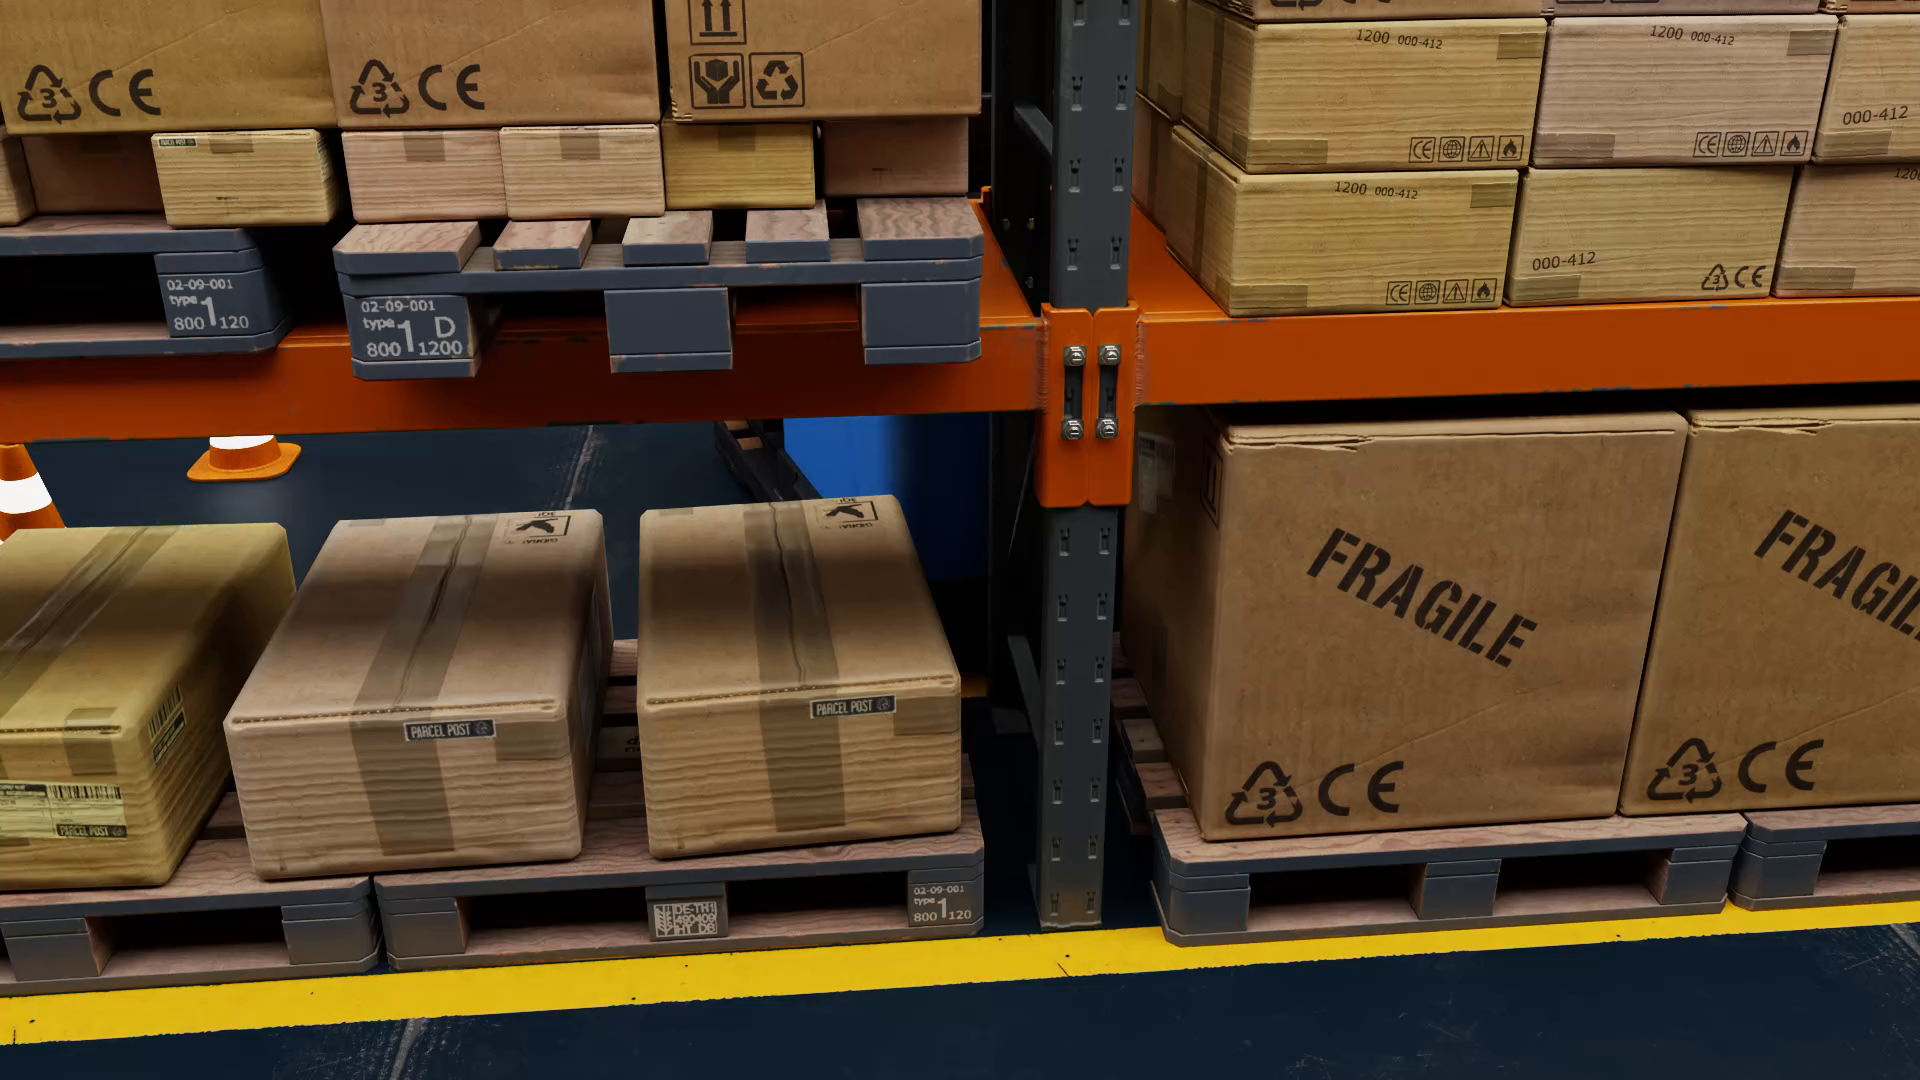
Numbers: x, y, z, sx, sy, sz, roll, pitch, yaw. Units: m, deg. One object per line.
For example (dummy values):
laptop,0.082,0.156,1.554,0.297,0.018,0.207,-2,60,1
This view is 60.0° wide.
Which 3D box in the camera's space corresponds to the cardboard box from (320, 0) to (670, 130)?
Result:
cardboard box,-0.757,-0.983,2.763,0.500,0.500,0.500,-3,24,-6

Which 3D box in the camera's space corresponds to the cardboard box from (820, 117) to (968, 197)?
cardboard box,-0.122,-0.734,3.002,0.250,0.149,0.380,-1,24,-3

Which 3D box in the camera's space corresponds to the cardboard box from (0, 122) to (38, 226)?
cardboard box,-1.656,-0.641,2.790,0.250,0.149,0.380,-3,24,-7

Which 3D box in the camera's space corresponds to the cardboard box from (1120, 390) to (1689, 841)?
cardboard box,0.877,0.019,3.612,0.875,0.875,0.875,-3,24,-6

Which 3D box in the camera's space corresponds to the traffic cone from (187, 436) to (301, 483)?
traffic cone,-2.513,-0.478,5.755,0.334,0.463,0.336,-2,24,-5

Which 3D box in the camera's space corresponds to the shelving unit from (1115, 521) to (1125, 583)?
shelving unit,0.645,-0.214,4.234,0.503,1.200,0.258,-10,27,-18

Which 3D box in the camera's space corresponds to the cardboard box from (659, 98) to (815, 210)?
cardboard box,-0.382,-0.695,2.912,0.250,0.149,0.380,-2,24,-4

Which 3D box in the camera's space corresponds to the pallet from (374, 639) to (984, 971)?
pallet,-0.597,0.539,3.777,1.213,0.211,1.003,-2,24,-5

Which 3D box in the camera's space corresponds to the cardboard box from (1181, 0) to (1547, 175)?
cardboard box,0.710,-0.846,3.029,0.500,0.250,0.500,-2,24,-6

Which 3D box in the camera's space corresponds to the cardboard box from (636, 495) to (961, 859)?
cardboard box,-0.382,0.262,3.686,0.625,0.372,0.950,-4,24,-9

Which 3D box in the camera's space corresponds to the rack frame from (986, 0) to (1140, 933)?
rack frame,0.181,-0.766,3.279,0.127,3.000,1.000,-2,24,-5

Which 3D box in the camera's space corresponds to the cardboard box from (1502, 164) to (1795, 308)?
cardboard box,1.202,-0.643,3.187,0.500,0.250,0.500,-3,24,-7

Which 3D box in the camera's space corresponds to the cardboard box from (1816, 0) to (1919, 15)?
cardboard box,1.705,-1.227,2.964,0.500,0.500,0.500,-2,24,-4

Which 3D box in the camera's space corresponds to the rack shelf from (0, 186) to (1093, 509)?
rack shelf,-1.809,-0.357,3.246,4.000,0.370,1.077,-2,24,-5

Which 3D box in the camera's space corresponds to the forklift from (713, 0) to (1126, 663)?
forklift,-0.219,-1.576,5.187,1.130,2.935,3.031,-9,25,-19

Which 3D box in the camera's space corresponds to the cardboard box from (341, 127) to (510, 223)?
cardboard box,-0.879,-0.660,2.833,0.250,0.149,0.380,-3,24,-8

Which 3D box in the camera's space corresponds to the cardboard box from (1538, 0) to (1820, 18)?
cardboard box,1.189,-1.213,2.931,0.500,0.500,0.500,-2,24,-5

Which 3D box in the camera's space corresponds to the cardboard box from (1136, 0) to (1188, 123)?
cardboard box,0.638,-1.048,3.483,0.500,0.250,0.500,-2,24,-5

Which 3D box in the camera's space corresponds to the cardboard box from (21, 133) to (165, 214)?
cardboard box,-1.414,-0.684,2.888,0.250,0.149,0.380,-2,24,-5

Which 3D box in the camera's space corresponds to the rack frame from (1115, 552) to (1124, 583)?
rack frame,0.417,-0.175,4.157,0.015,1.200,0.240,-10,27,-18

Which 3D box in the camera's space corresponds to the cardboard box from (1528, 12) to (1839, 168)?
cardboard box,1.224,-0.866,3.075,0.500,0.250,0.500,-2,24,-4

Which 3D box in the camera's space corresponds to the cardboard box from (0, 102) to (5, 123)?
cardboard box,-1.803,-0.941,2.669,0.500,0.500,0.500,-3,24,-7

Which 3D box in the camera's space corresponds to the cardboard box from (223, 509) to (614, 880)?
cardboard box,-1.116,0.295,3.612,0.625,0.372,0.950,-3,24,-6

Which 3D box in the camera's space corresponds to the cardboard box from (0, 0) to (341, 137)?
cardboard box,-1.259,-0.963,2.717,0.500,0.500,0.500,-4,24,-9

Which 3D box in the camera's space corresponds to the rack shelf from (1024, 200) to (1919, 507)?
rack shelf,2.171,-0.517,3.605,4.000,0.370,1.077,-2,24,-5

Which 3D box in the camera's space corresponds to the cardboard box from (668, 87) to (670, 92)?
cardboard box,-0.722,-0.915,3.407,0.250,0.149,0.380,-4,24,-9

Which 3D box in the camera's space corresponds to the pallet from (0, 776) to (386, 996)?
pallet,-1.808,0.587,3.670,1.213,0.211,1.003,-2,24,-5

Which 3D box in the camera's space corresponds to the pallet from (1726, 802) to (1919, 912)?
pallet,2.184,0.460,3.955,1.213,0.211,1.003,-2,24,-5

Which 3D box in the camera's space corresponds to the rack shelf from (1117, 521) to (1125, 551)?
rack shelf,0.647,0.026,4.350,0.480,0.148,0.258,-10,27,-18

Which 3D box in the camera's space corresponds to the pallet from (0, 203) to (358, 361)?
pallet,-1.785,-0.582,3.103,1.213,0.211,1.003,-2,24,-5

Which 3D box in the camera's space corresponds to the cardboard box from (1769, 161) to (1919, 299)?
cardboard box,1.725,-0.661,3.229,0.500,0.250,0.500,-2,24,-3

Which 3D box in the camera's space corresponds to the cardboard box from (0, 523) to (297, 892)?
cardboard box,-1.871,0.323,3.550,0.625,0.372,0.950,-2,24,-3

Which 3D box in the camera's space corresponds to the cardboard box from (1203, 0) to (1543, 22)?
cardboard box,0.696,-1.189,2.878,0.500,0.500,0.500,-3,24,-7

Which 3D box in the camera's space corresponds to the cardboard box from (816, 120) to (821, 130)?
cardboard box,-0.161,-0.905,3.385,0.250,0.149,0.380,-4,24,-8

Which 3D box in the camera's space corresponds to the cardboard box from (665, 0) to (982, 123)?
cardboard box,-0.244,-1.009,2.820,0.500,0.500,0.500,-3,24,-7

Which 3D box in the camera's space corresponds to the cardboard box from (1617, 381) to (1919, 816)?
cardboard box,1.765,-0.014,3.688,0.875,0.875,0.875,-2,24,-5

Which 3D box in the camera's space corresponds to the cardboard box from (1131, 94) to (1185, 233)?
cardboard box,0.659,-0.822,3.591,0.500,0.250,0.500,-3,24,-7

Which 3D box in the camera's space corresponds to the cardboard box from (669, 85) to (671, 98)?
cardboard box,-1.021,-1.938,8.170,0.750,0.750,1.050,-3,24,-6

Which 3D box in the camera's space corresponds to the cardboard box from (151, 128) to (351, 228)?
cardboard box,-1.152,-0.643,2.796,0.250,0.149,0.380,-2,24,-4

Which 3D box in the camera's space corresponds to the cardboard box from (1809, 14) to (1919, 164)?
cardboard box,1.721,-0.881,3.108,0.500,0.250,0.500,-2,24,-5

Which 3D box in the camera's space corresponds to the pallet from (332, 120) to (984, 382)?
pallet,-0.518,-0.606,3.157,1.003,0.211,1.213,-2,24,-5

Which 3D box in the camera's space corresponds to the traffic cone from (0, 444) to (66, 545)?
traffic cone,-2.703,-0.062,4.820,0.334,0.463,0.336,-2,24,-5

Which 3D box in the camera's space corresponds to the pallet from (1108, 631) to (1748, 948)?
pallet,0.973,0.508,3.848,1.213,0.211,1.003,-2,24,-5

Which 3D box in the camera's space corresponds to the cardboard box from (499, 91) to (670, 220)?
cardboard box,-0.628,-0.666,2.848,0.250,0.149,0.380,-2,24,-6

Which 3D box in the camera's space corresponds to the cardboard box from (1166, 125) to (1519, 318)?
cardboard box,0.693,-0.615,3.125,0.500,0.250,0.500,-3,24,-6
